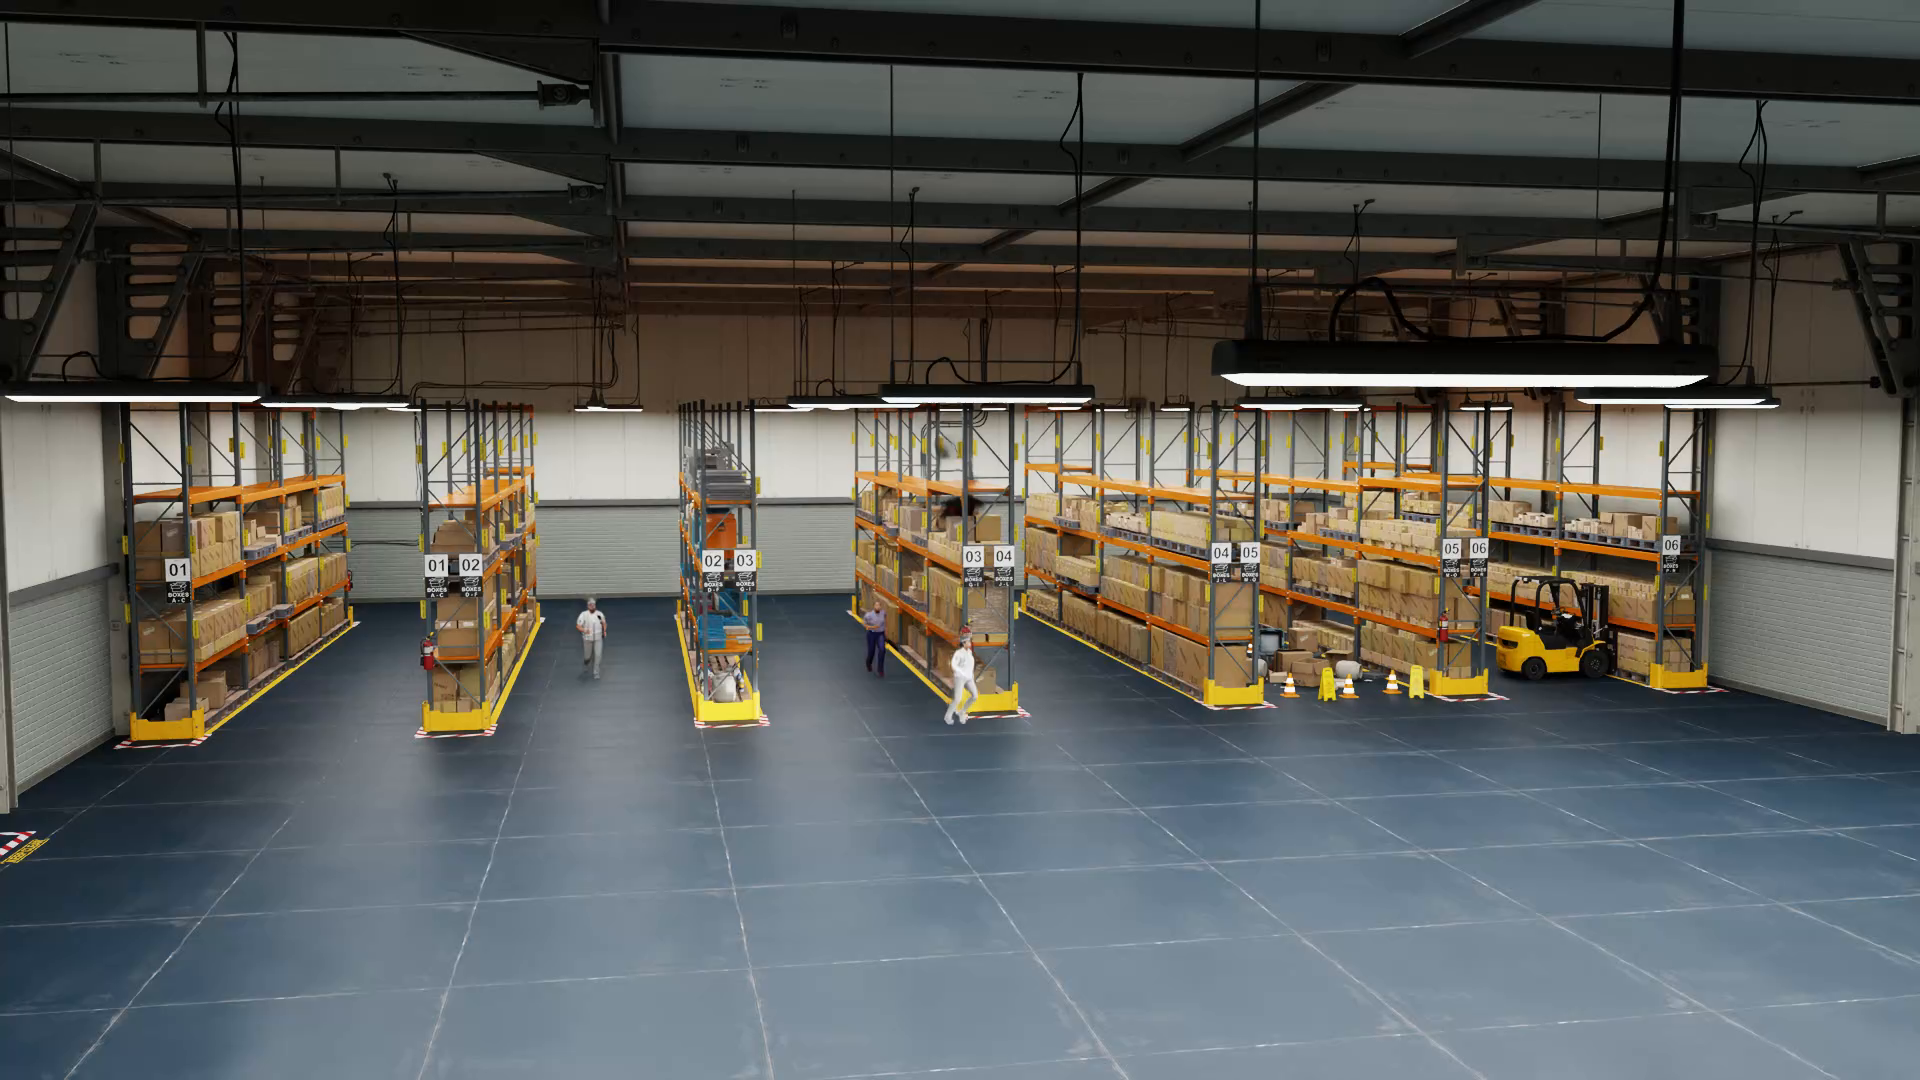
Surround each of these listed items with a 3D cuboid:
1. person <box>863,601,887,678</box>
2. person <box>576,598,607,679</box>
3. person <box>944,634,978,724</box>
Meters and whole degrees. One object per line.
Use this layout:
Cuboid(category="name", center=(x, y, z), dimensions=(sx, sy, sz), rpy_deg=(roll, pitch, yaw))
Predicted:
Cuboid(category="person", center=(-1.861, 2.158, 36.522), dimensions=(0.627, 1.685, 0.936), rpy_deg=(-2, 5, -22))
Cuboid(category="person", center=(-7.982, 2.124, 36.130), dimensions=(0.674, 1.740, 0.782), rpy_deg=(-2, 5, -23))
Cuboid(category="person", center=(0.086, 2.574, 30.837), dimensions=(0.603, 1.656, 0.672), rpy_deg=(4, 6, 42))
